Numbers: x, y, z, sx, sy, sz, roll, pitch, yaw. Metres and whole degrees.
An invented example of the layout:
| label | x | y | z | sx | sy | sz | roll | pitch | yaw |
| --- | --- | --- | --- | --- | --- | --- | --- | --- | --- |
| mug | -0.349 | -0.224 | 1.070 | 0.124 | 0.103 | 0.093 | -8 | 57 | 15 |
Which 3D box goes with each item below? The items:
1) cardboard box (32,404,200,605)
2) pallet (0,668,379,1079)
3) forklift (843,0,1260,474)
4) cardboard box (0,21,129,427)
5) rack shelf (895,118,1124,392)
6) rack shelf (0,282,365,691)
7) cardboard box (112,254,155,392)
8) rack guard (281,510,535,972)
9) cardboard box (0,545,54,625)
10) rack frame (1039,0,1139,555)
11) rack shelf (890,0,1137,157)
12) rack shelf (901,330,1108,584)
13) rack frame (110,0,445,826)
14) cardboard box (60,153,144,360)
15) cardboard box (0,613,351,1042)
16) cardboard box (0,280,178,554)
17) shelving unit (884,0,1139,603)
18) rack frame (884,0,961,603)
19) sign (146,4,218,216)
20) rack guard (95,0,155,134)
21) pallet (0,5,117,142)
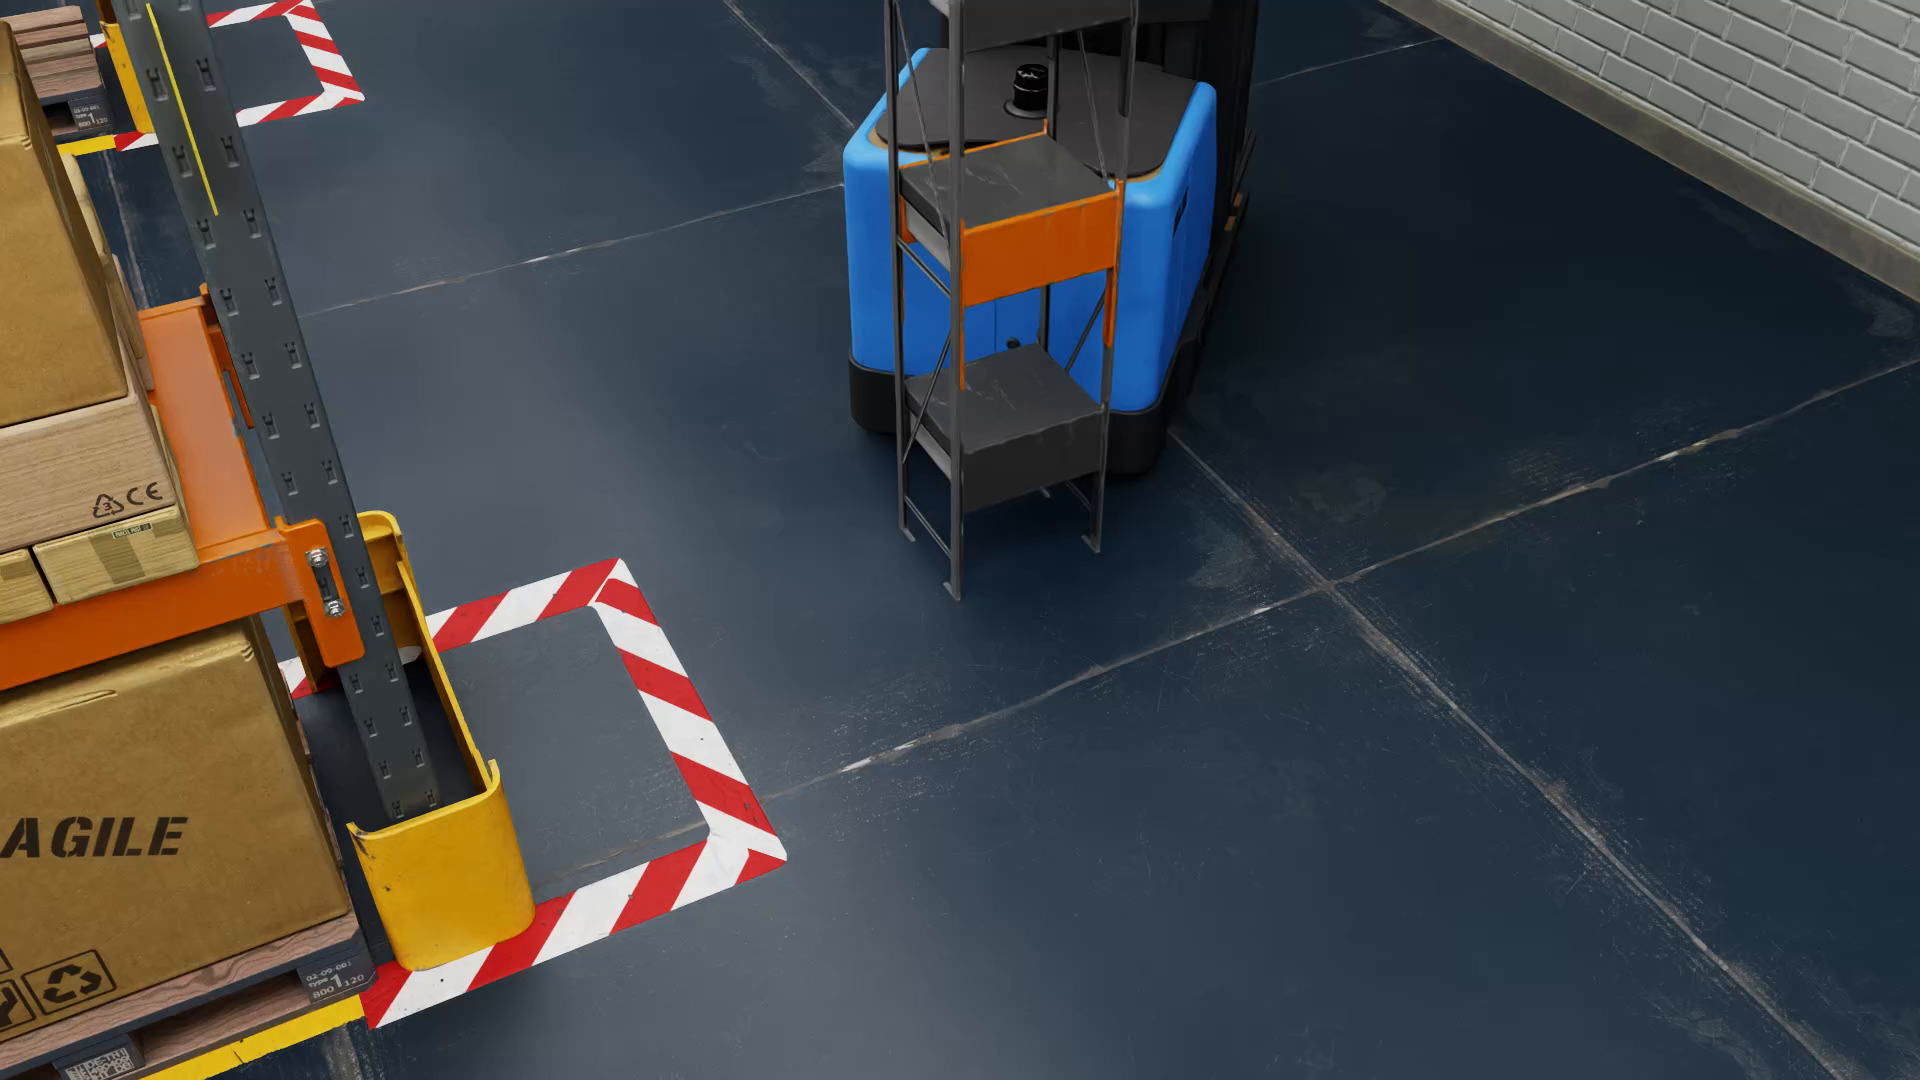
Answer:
| label | x | y | z | sx | sy | sz | roll | pitch | yaw |
| --- | --- | --- | --- | --- | --- | --- | --- | --- | --- |
| cardboard box | -1.643 | -0.075 | 3.211 | 0.250 | 0.149 | 0.380 | -18 | 43 | -20 |
| pallet | -2.152 | 0.882 | 4.045 | 1.213 | 0.211 | 1.003 | -19 | 44 | -21 |
| forklift | 0.535 | -2.295 | 5.692 | 1.130 | 2.935 | 3.031 | 11 | 41 | 12 |
| cardboard box | -1.790 | -0.512 | 2.839 | 0.500 | 0.500 | 0.500 | -18 | 43 | -20 |
| rack shelf | 0.122 | -0.789 | 4.579 | 0.480 | 0.518 | 0.431 | -18 | 44 | -20 |
| rack shelf | -3.253 | 0.406 | 3.006 | 4.000 | 0.370 | 1.077 | -19 | 44 | -21 |
| cardboard box | -1.947 | -0.453 | 3.658 | 0.250 | 0.149 | 0.380 | -18 | 43 | -20 |
| rack guard | -1.458 | 0.481 | 4.295 | 0.348 | 0.500 | 1.175 | -19 | 44 | -21 |
| cardboard box | -1.873 | 0.004 | 3.119 | 0.250 | 0.149 | 0.380 | -18 | 44 | -20 |
| rack frame | 0.339 | -0.872 | 4.655 | 0.015 | 2.100 | 0.400 | -18 | 44 | -20 |
| rack shelf | 0.122 | -1.324 | 4.126 | 0.480 | 0.518 | 0.431 | -18 | 44 | -20 |
| rack shelf | 0.122 | -0.255 | 5.031 | 0.480 | 0.518 | 0.431 | -18 | 44 | -20 |
| rack frame | -1.479 | -0.466 | 3.479 | 0.127 | 3.000 | 1.000 | -19 | 44 | -21 |
| cardboard box | -2.030 | -0.534 | 3.445 | 0.500 | 0.250 | 0.500 | -20 | 44 | -22 |
| cardboard box | -2.010 | 0.422 | 3.750 | 0.875 | 0.875 | 0.875 | -19 | 44 | -21 |
| cardboard box | -1.786 | -0.225 | 3.081 | 0.500 | 0.250 | 0.500 | -19 | 44 | -21 |
| shelving unit | 0.122 | -0.800 | 4.570 | 0.503 | 2.100 | 0.431 | -18 | 44 | -20 |
| rack frame | -0.095 | -0.728 | 4.485 | 0.015 | 2.100 | 0.400 | -18 | 44 | -20 |
| sign | -1.241 | -0.683 | 2.656 | 0.005 | 0.325 | 0.100 | -19 | 44 | -21 |
| rack guard | -3.752 | -2.365 | 7.656 | 0.348 | 0.500 | 1.175 | -19 | 44 | -21 |
| pallet | -4.517 | -2.016 | 7.468 | 1.213 | 0.211 | 1.003 | -19 | 44 | -21 |
